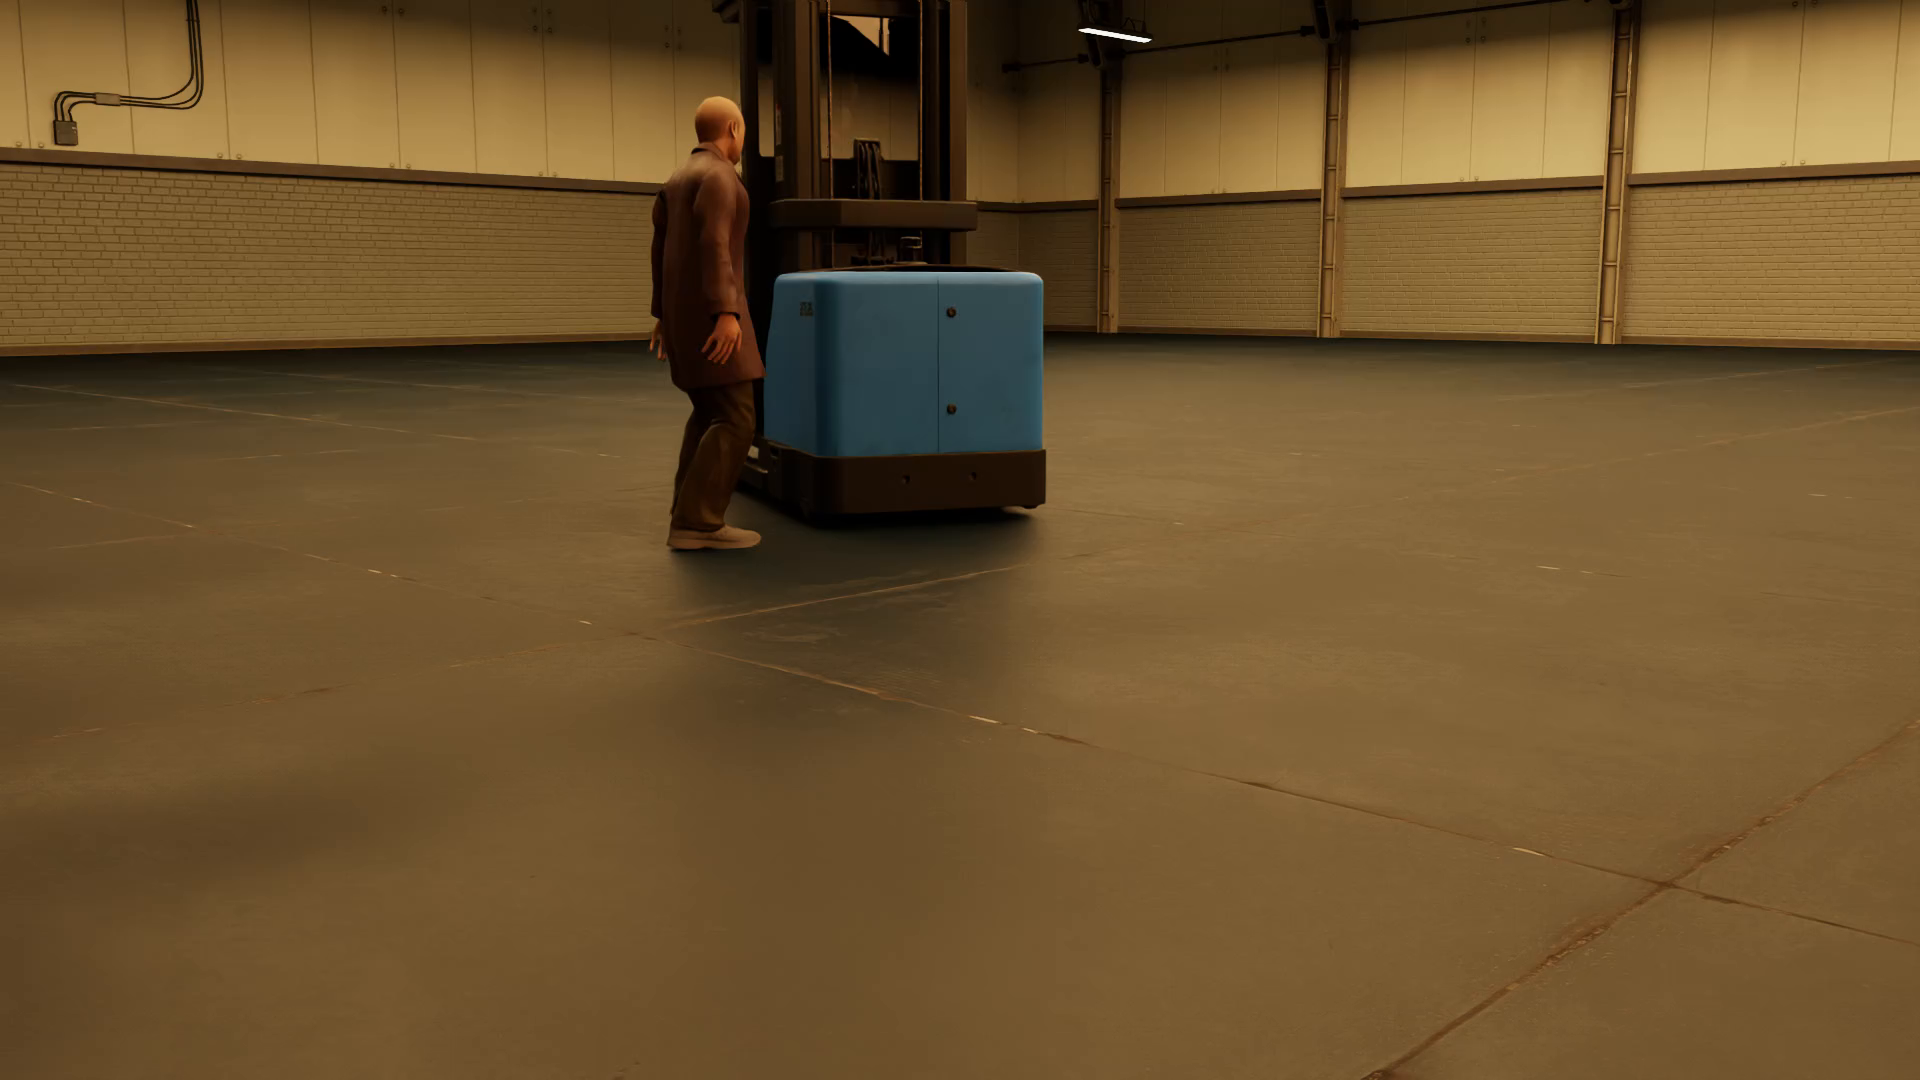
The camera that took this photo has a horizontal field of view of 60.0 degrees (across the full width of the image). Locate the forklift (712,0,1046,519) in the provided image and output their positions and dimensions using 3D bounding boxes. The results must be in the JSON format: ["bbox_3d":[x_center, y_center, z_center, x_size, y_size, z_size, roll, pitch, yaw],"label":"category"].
[{"bbox_3d":[-0.596,-1.719,8.289,1.130,2.935,3.031,-3,9,-19],"label":"forklift"}]

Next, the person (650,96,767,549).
[{"bbox_3d":[-1.006,-0.849,6.537,0.441,1.749,0.913,-5,10,-29],"label":"person"}]
